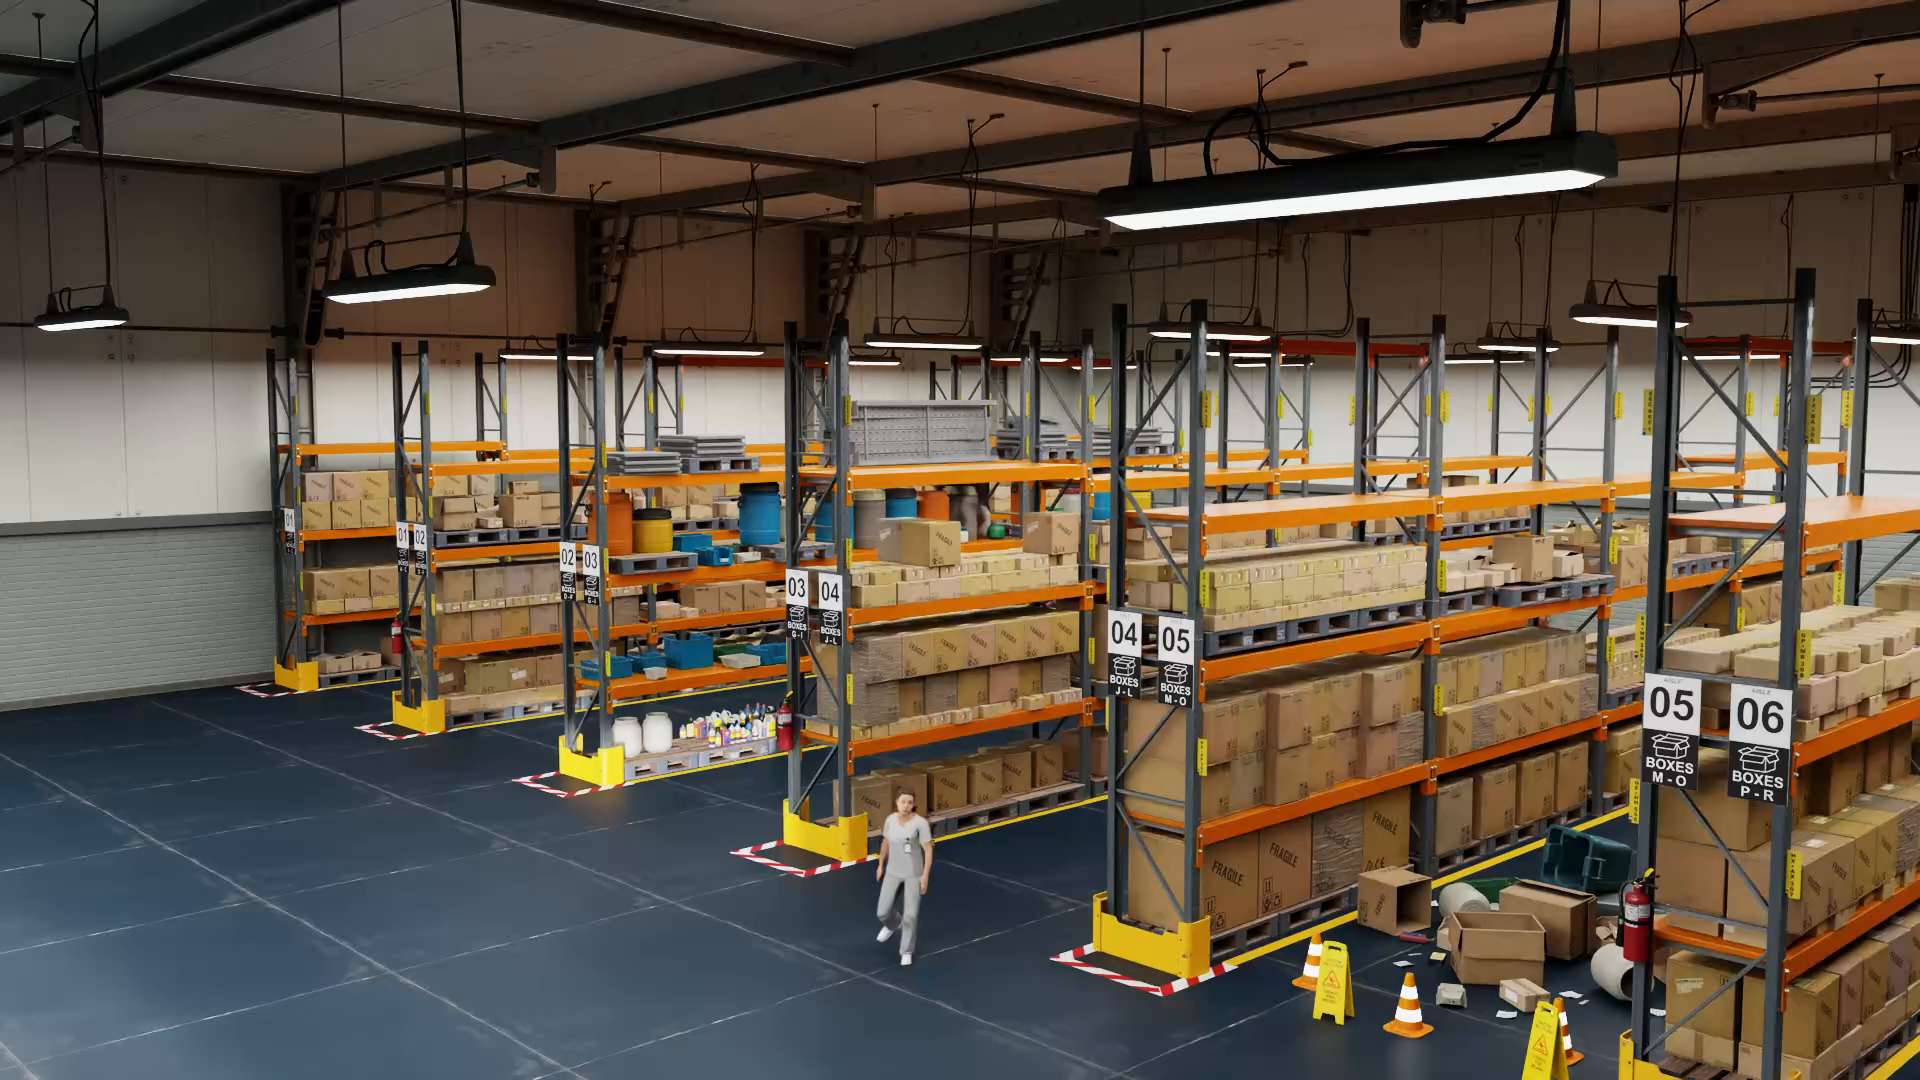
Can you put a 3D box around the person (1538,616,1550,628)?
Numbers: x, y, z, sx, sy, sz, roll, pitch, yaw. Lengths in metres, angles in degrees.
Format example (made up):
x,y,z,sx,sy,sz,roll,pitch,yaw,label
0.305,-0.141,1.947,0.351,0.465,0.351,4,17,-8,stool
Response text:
x,y,z,sx,sy,sz,roll,pitch,yaw,label
9.424,2.002,26.855,0.702,1.676,0.673,-3,6,-30,person

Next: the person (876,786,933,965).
x,y,z,sx,sy,sz,roll,pitch,yaw,label
-0.512,3.033,15.191,0.615,1.638,0.647,1,5,14,person
